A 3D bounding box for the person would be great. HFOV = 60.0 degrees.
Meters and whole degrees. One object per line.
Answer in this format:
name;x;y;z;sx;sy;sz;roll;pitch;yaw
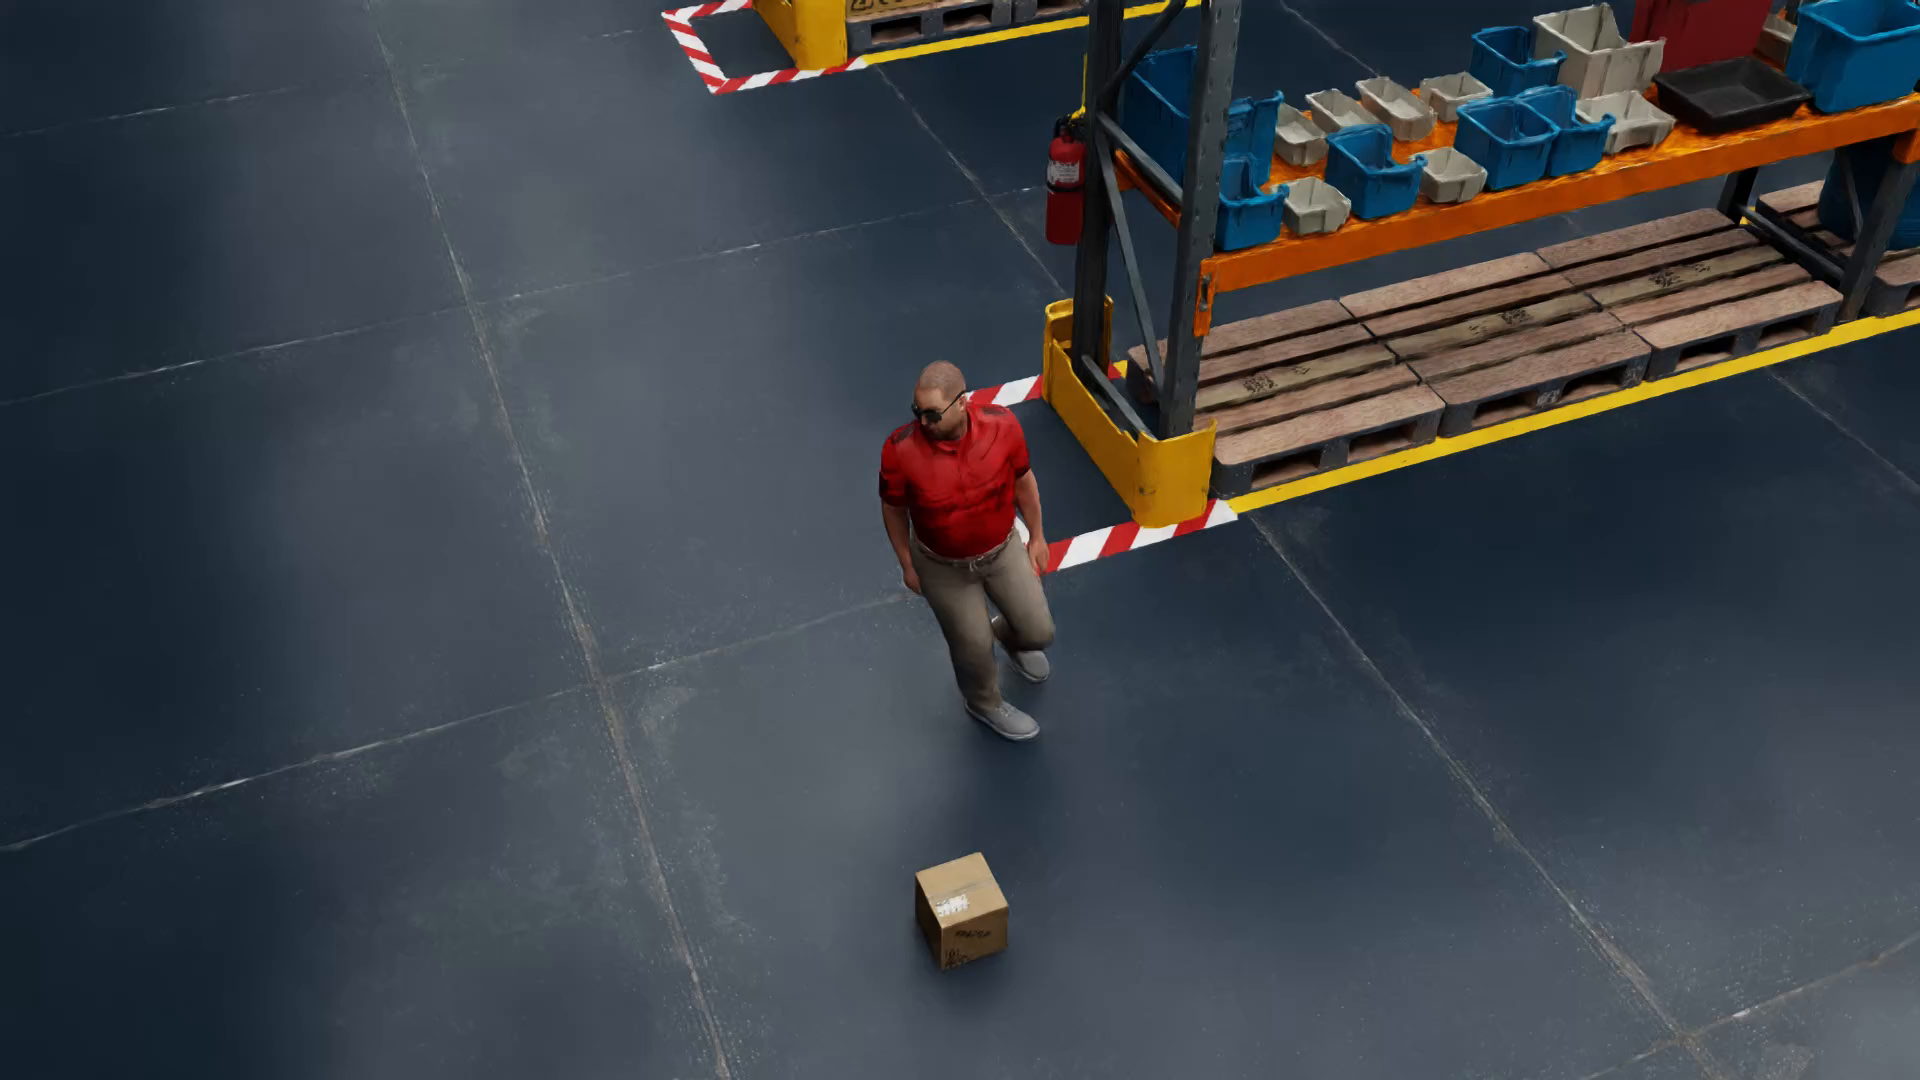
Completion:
person;0.071;0.048;6.135;0.684;1.711;0.476;-16;44;-18
